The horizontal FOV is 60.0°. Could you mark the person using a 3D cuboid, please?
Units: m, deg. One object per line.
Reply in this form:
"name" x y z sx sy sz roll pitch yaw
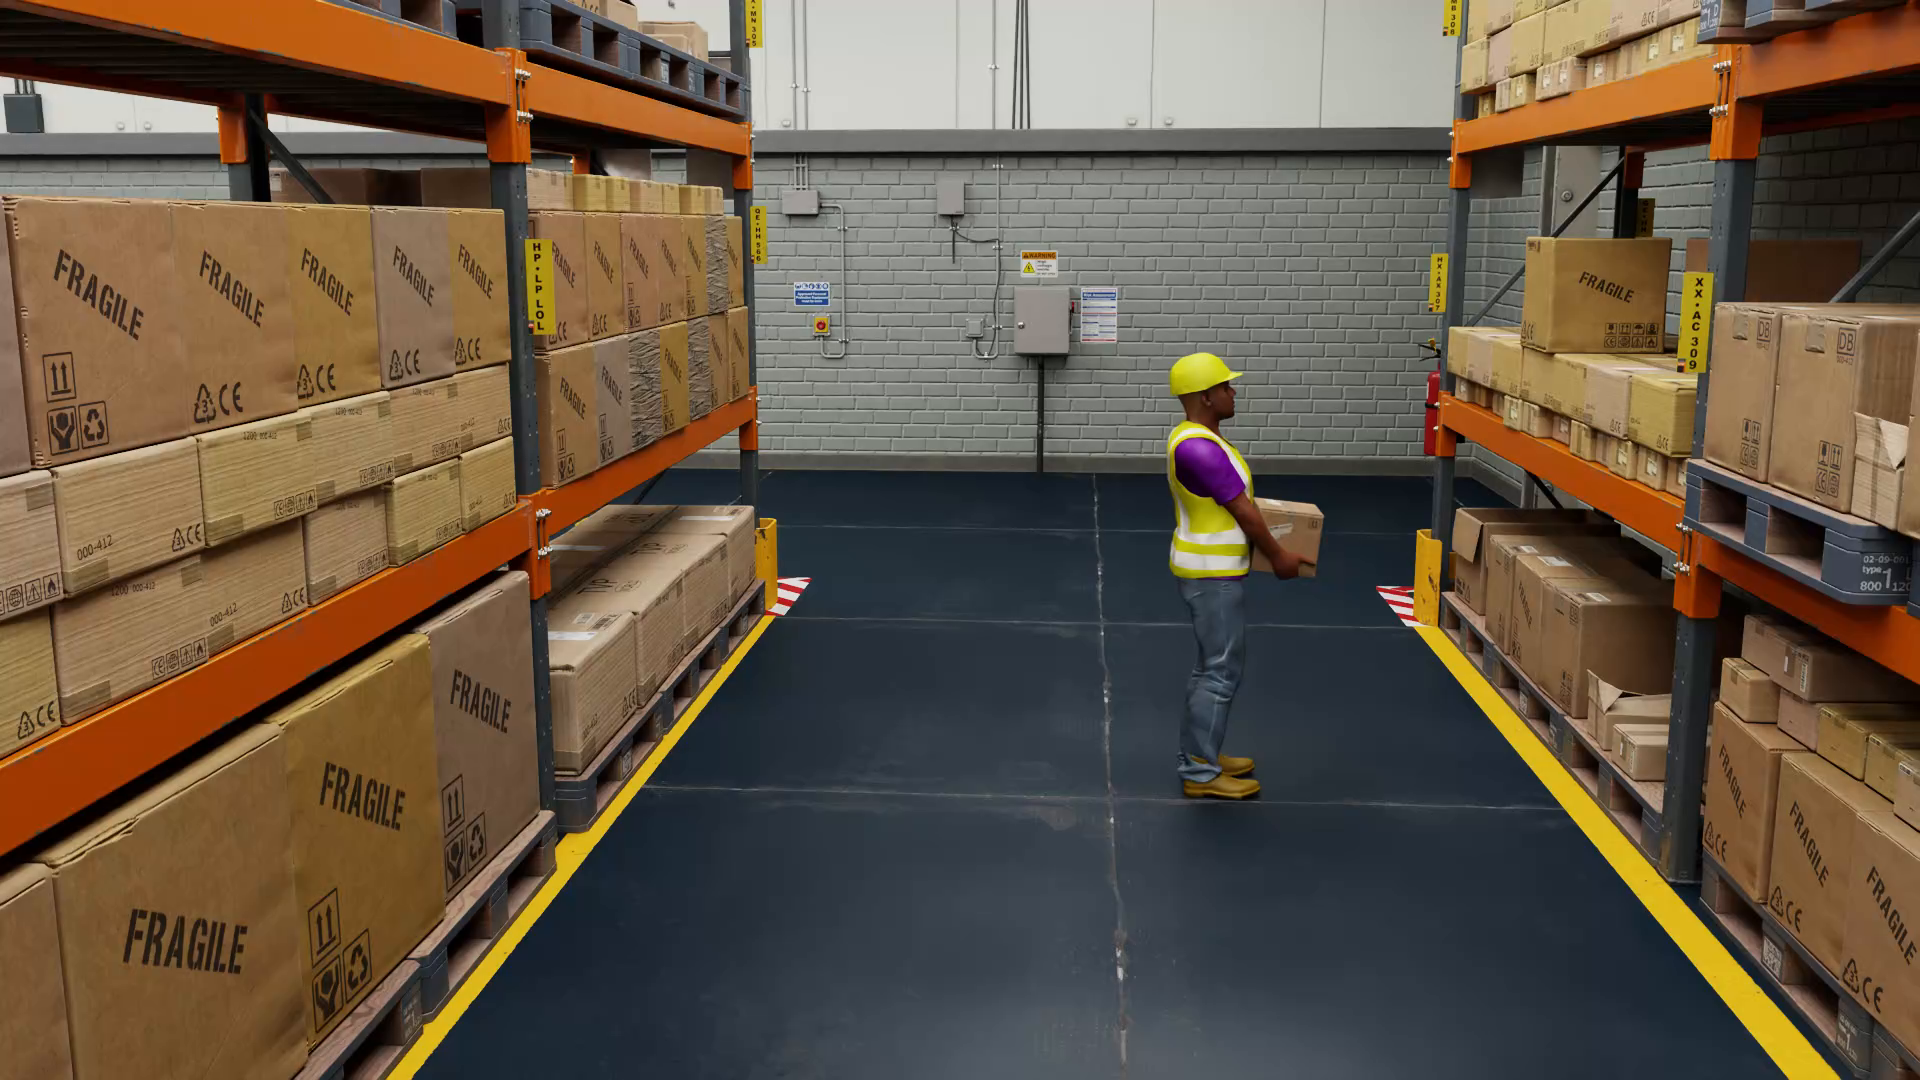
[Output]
"person" 1.107 0.132 6.664 0.578 1.765 0.514 1 11 4
